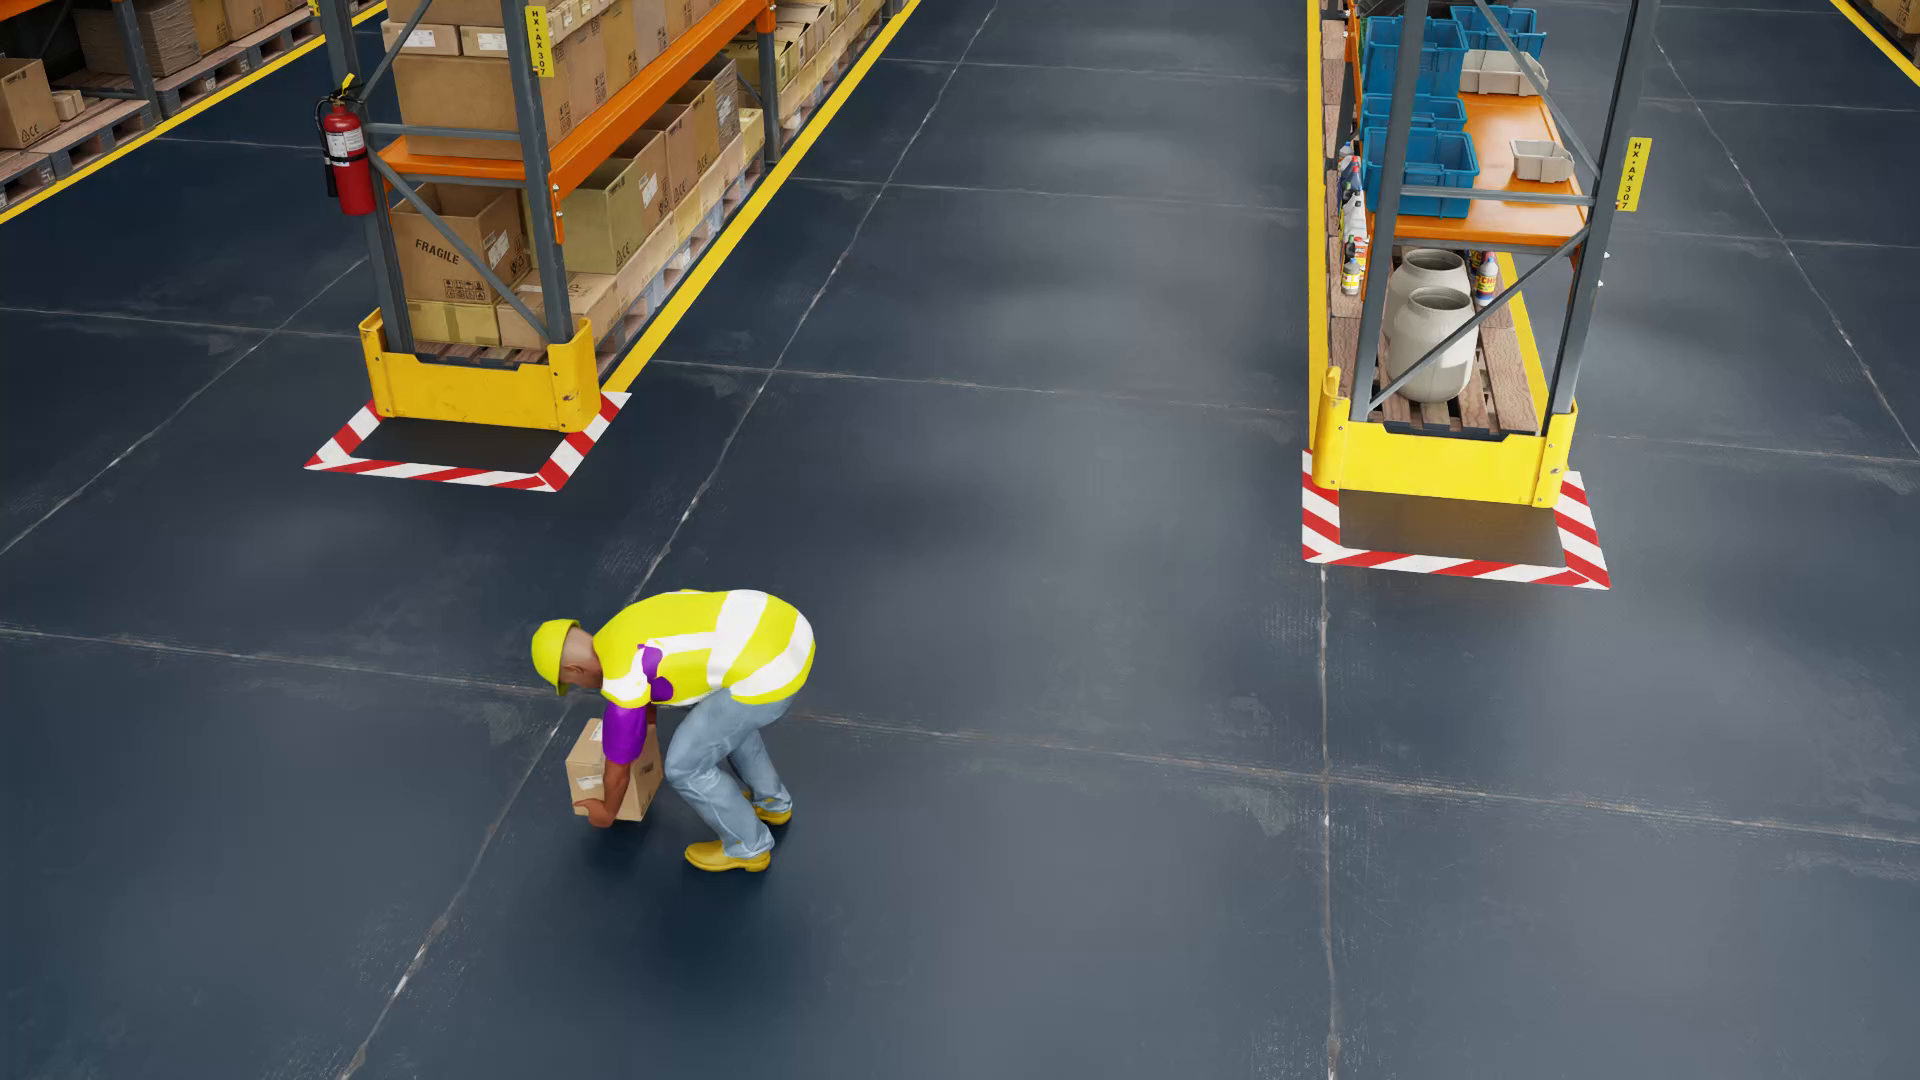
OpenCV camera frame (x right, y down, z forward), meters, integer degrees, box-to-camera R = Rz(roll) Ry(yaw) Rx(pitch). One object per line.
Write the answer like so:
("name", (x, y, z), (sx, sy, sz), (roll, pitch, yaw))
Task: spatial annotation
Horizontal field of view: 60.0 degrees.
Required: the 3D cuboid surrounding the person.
("person", (-0.986, 0.636, 5.801), (0.977, 1.018, 0.492), (4, 32, 6))
